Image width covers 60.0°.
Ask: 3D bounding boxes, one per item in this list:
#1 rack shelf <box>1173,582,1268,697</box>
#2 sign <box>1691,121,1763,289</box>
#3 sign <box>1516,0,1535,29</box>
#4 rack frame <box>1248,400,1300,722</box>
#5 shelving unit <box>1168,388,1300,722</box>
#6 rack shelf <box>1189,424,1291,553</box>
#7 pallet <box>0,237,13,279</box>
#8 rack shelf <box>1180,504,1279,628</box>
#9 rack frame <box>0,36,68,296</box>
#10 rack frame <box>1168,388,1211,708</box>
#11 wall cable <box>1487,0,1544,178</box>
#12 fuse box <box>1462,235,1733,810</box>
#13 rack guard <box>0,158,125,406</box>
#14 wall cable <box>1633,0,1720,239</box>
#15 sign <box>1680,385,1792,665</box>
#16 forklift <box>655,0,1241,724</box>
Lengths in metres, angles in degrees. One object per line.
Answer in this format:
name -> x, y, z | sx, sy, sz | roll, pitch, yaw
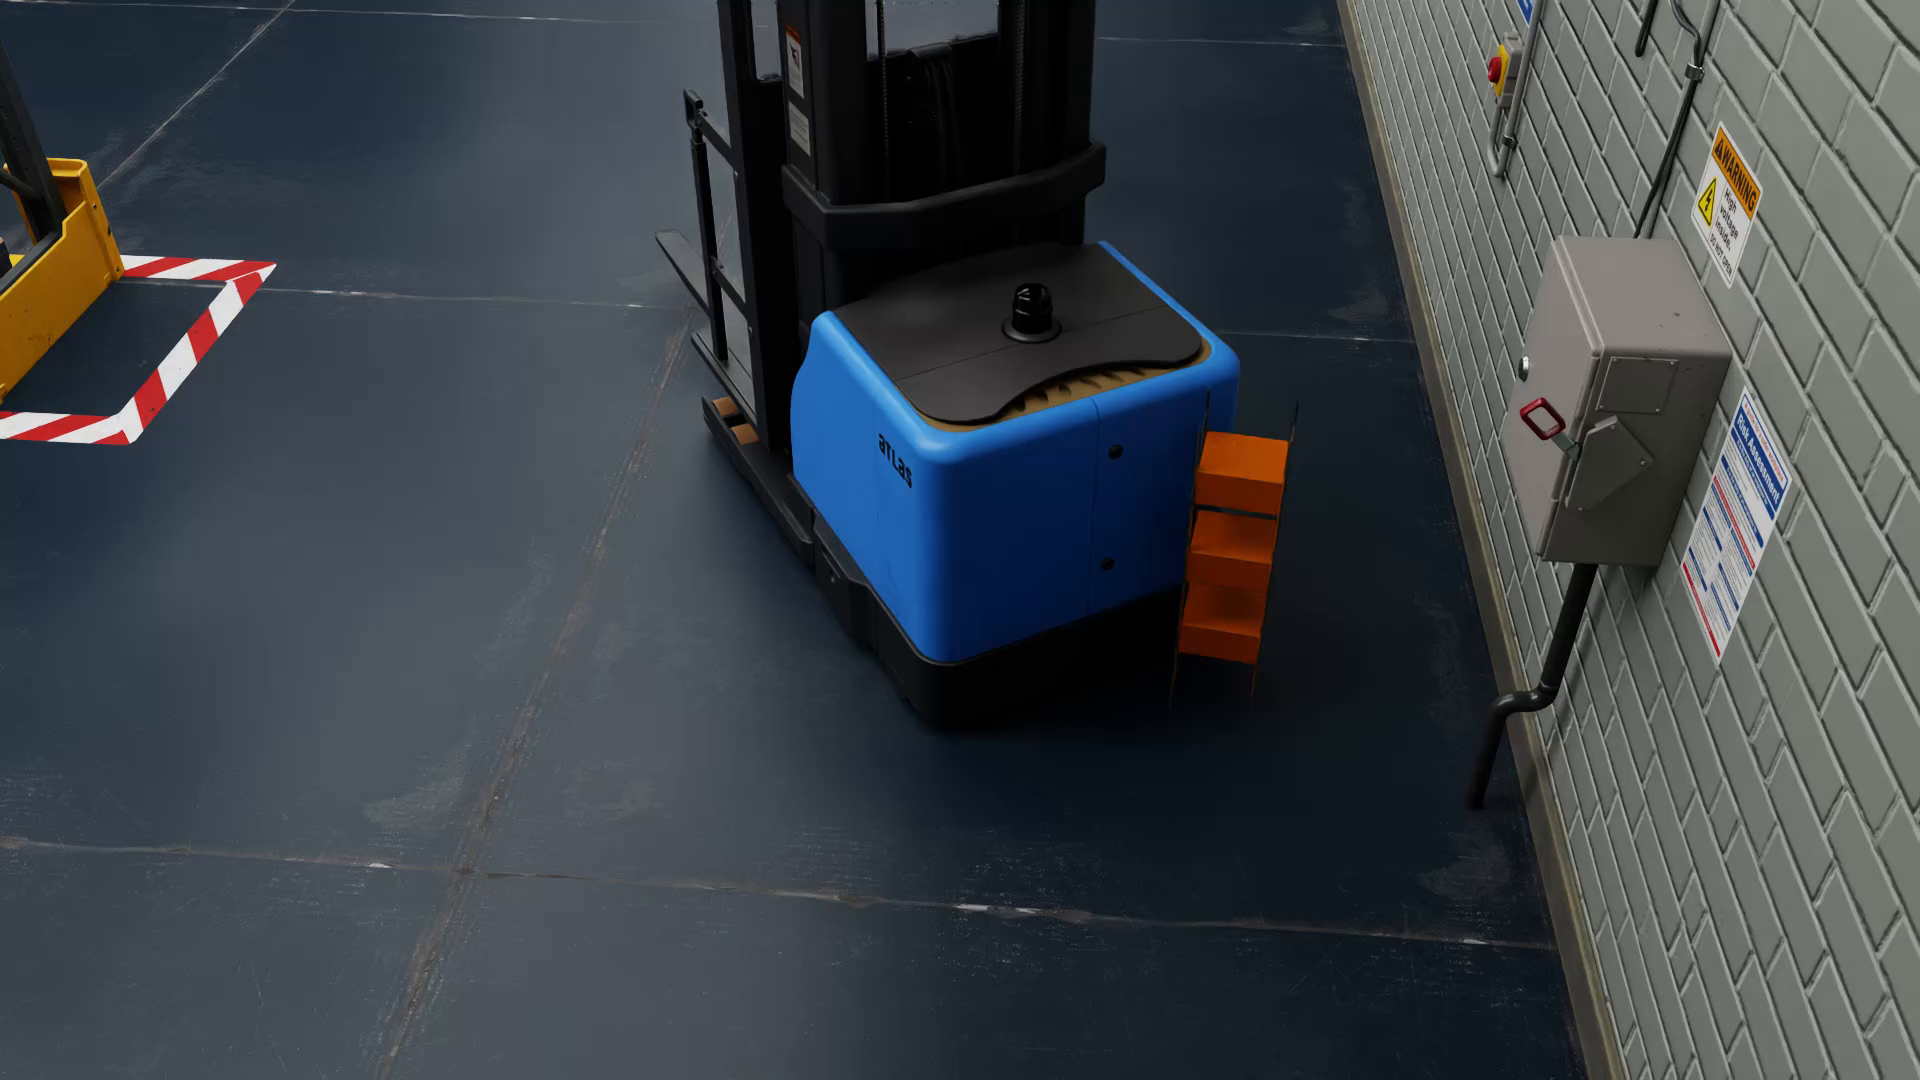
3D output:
rack shelf -> 0.786, 0.291, 5.018 | 0.240, 0.259, 0.215 | 9, 40, 11
sign -> 1.664, -0.731, 3.618 | 0.001, 0.242, 0.339 | 3, 39, 4
sign -> 1.845, -1.833, 5.411 | 0.001, 0.218, 0.327 | 3, 39, 4
rack frame -> 0.904, 0.085, 4.813 | 0.008, 1.050, 0.200 | 9, 40, 11
shelving unit -> 0.786, 0.067, 4.836 | 0.252, 1.050, 0.215 | 9, 40, 11
rack shelf -> 0.785, -0.145, 4.663 | 0.240, 0.259, 0.215 | 9, 40, 11
pallet -> -4.643, -0.906, 6.696 | 1.213, 0.211, 1.003 | 3, 39, 4
rack shelf -> 0.786, 0.075, 4.842 | 0.240, 0.259, 0.215 | 9, 40, 11
rack frame -> -3.840, -1.993, 5.823 | 0.127, 3.000, 1.000 | 3, 39, 4
rack frame -> 0.667, 0.048, 4.859 | 0.008, 1.050, 0.200 | 9, 40, 11
wall cable -> 1.780, -2.107, 5.133 | 0.123, 1.953, 0.585 | 3, 39, 4
fuse box -> 1.453, 0.112, 4.257 | 0.414, 1.711, 0.539 | 3, 39, 4
rack guard -> -3.816, -1.023, 6.610 | 0.348, 0.500, 1.175 | 3, 39, 4
wall cable -> 1.669, -1.202, 4.046 | 0.122, 1.984, 0.588 | 3, 39, 4
sign -> 1.617, -0.029, 3.485 | 0.001, 0.494, 0.329 | 3, 39, 4
forklift -> -0.300, -1.511, 5.284 | 1.130, 2.935, 3.031 | -18, 42, -20
